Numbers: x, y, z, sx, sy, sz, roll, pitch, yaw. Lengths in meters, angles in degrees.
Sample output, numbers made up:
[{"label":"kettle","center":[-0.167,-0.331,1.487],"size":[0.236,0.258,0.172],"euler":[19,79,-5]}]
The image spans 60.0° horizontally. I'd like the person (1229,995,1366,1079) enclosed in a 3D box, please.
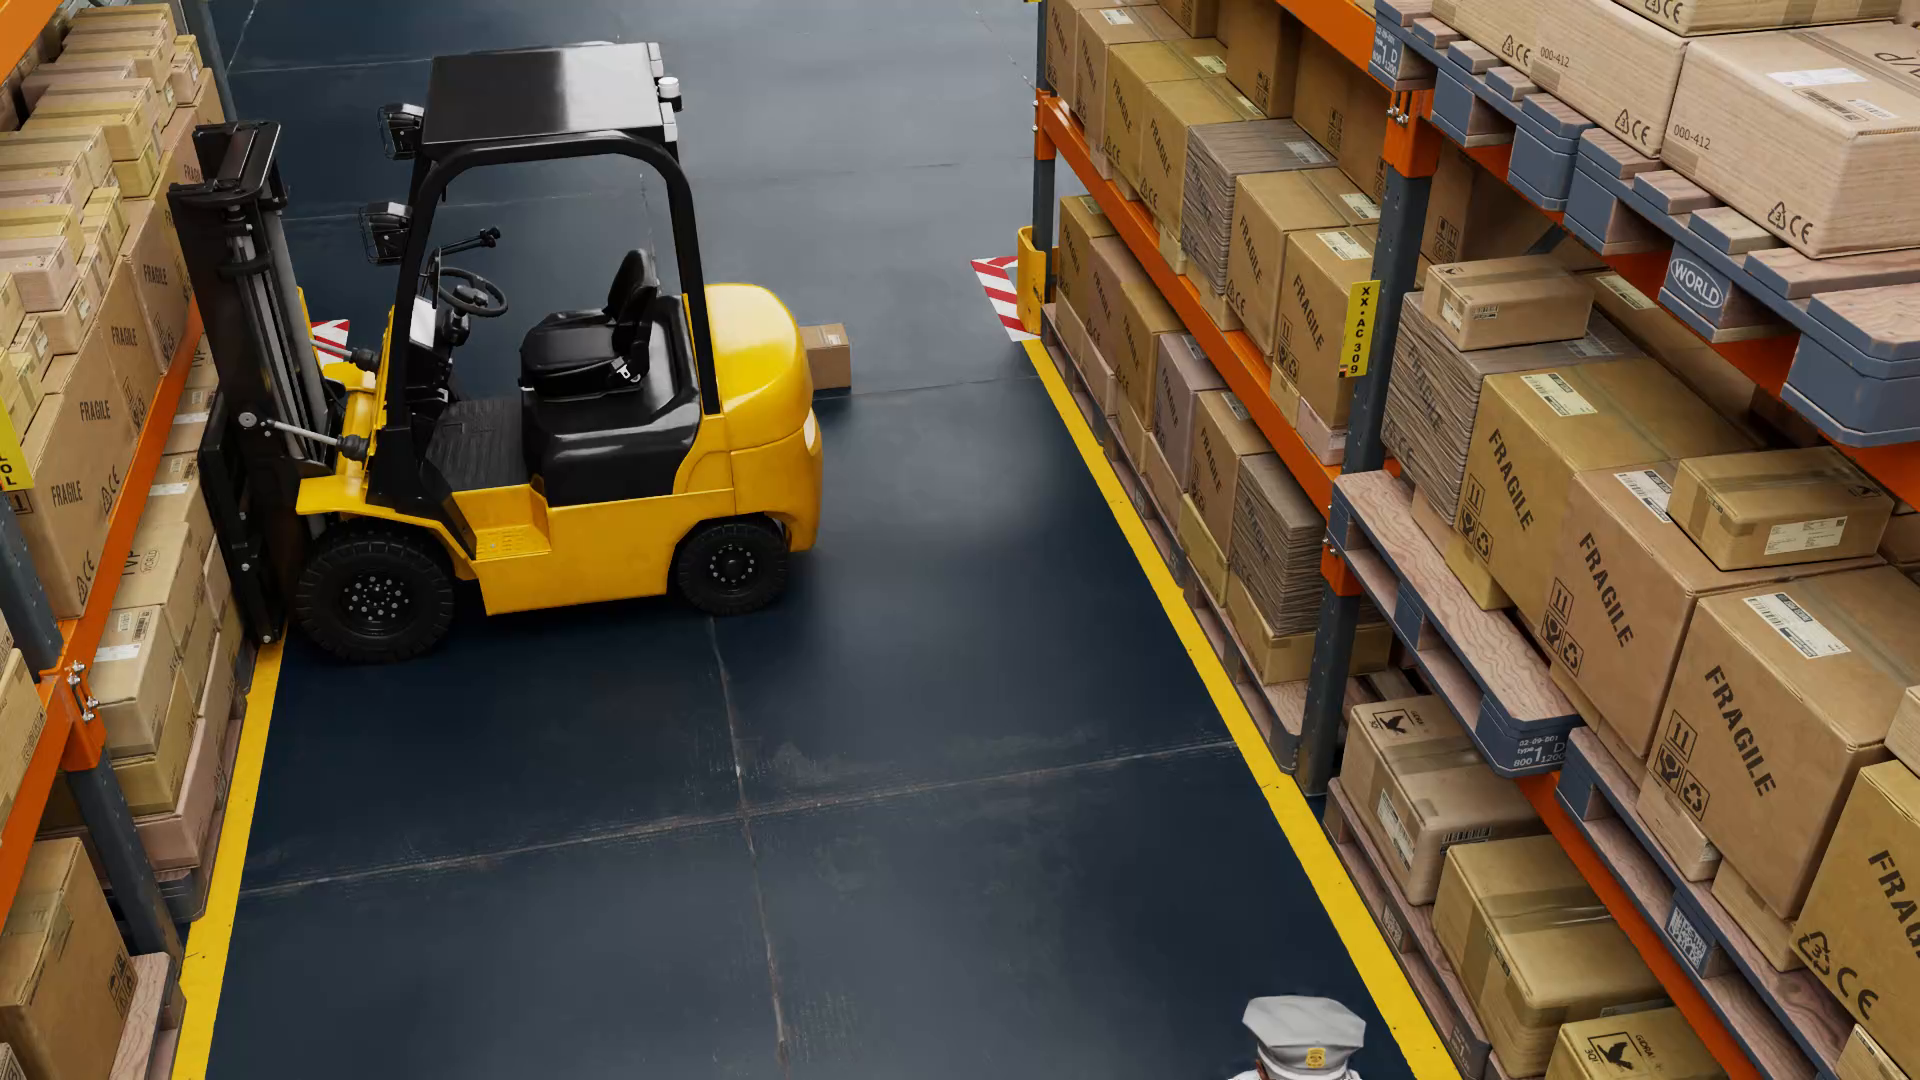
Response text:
[{"label":"person","center":[0.727,1.653,3.700],"size":[0.456,1.627,0.976],"euler":[-8,35,-11]}]
